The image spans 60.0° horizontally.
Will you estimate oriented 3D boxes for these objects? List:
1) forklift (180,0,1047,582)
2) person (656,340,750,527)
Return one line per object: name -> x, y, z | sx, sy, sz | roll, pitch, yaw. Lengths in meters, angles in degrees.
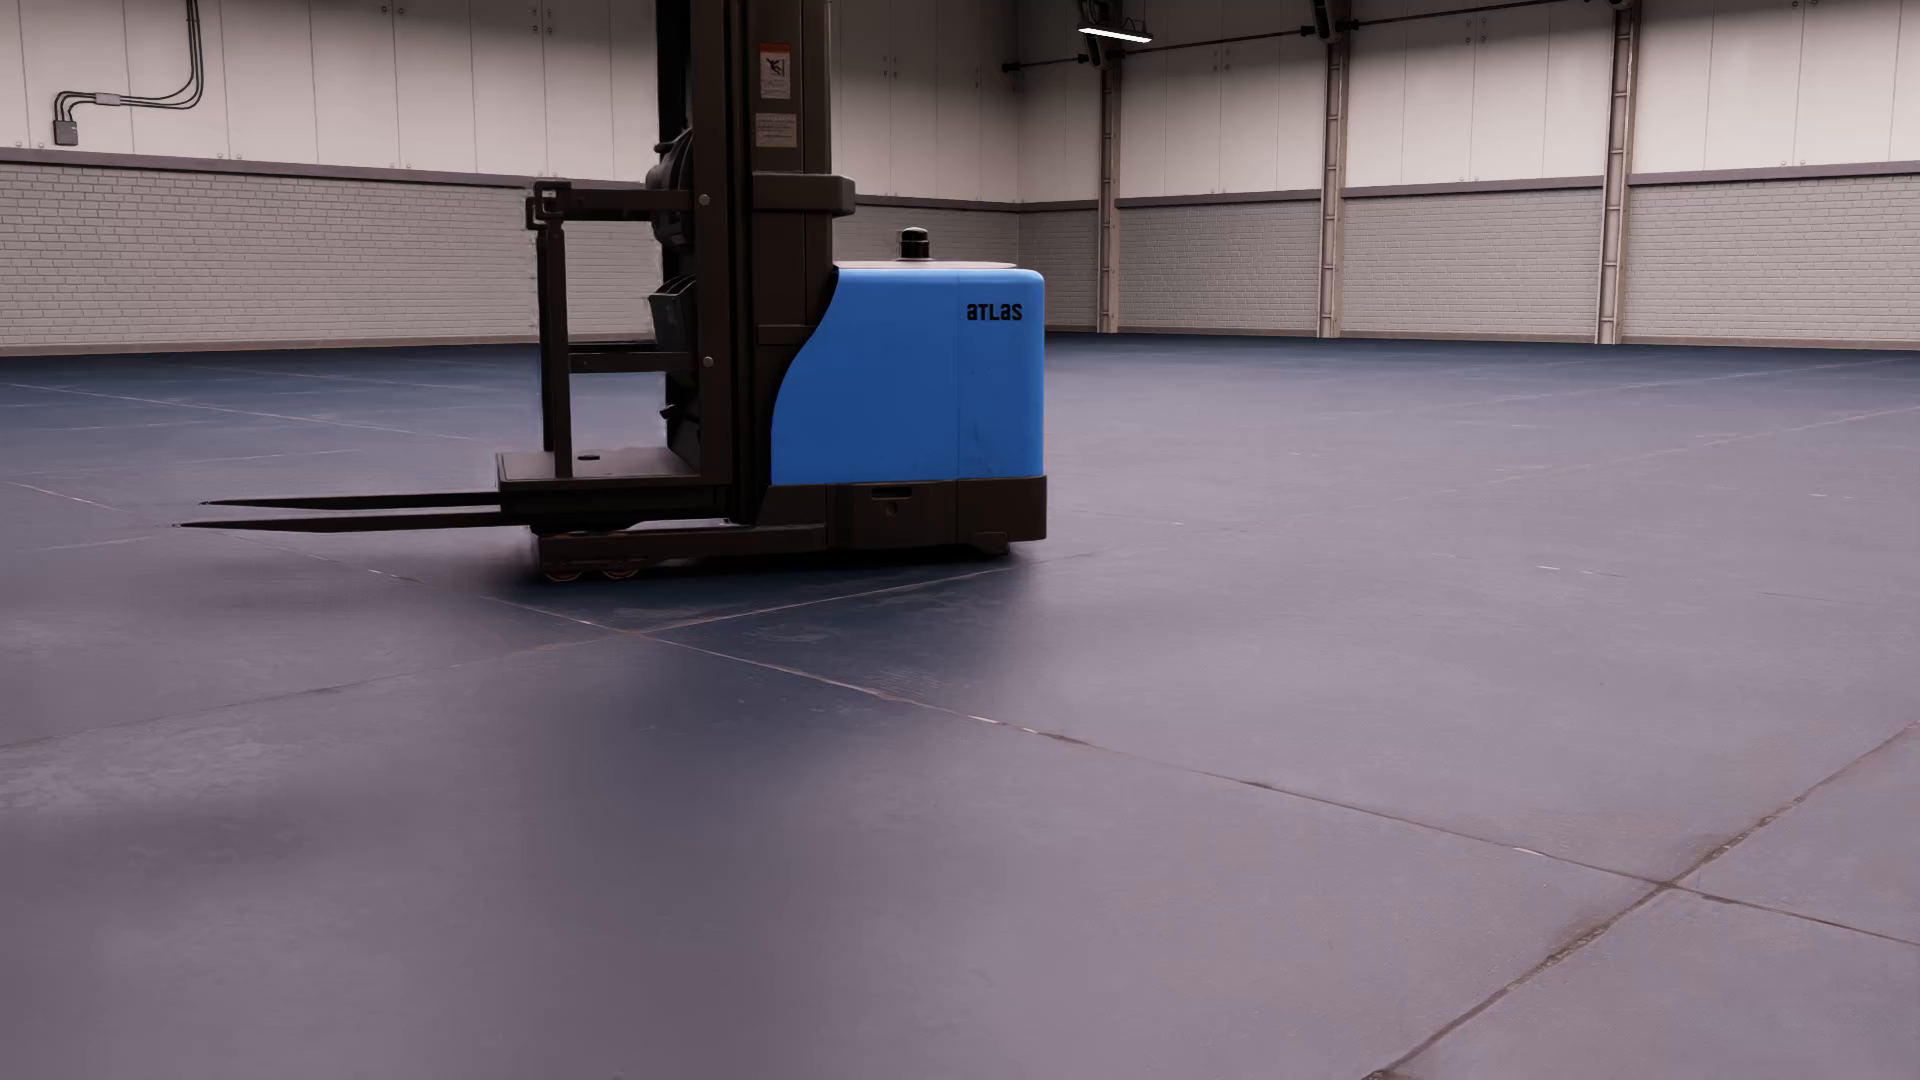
forklift -> -1.248, -1.391, 6.110 | 3.031, 2.935, 1.130 | -2, 9, -16
person -> -0.971, -0.879, 7.208 | 0.625, 1.607, 0.904 | -7, 11, -39
